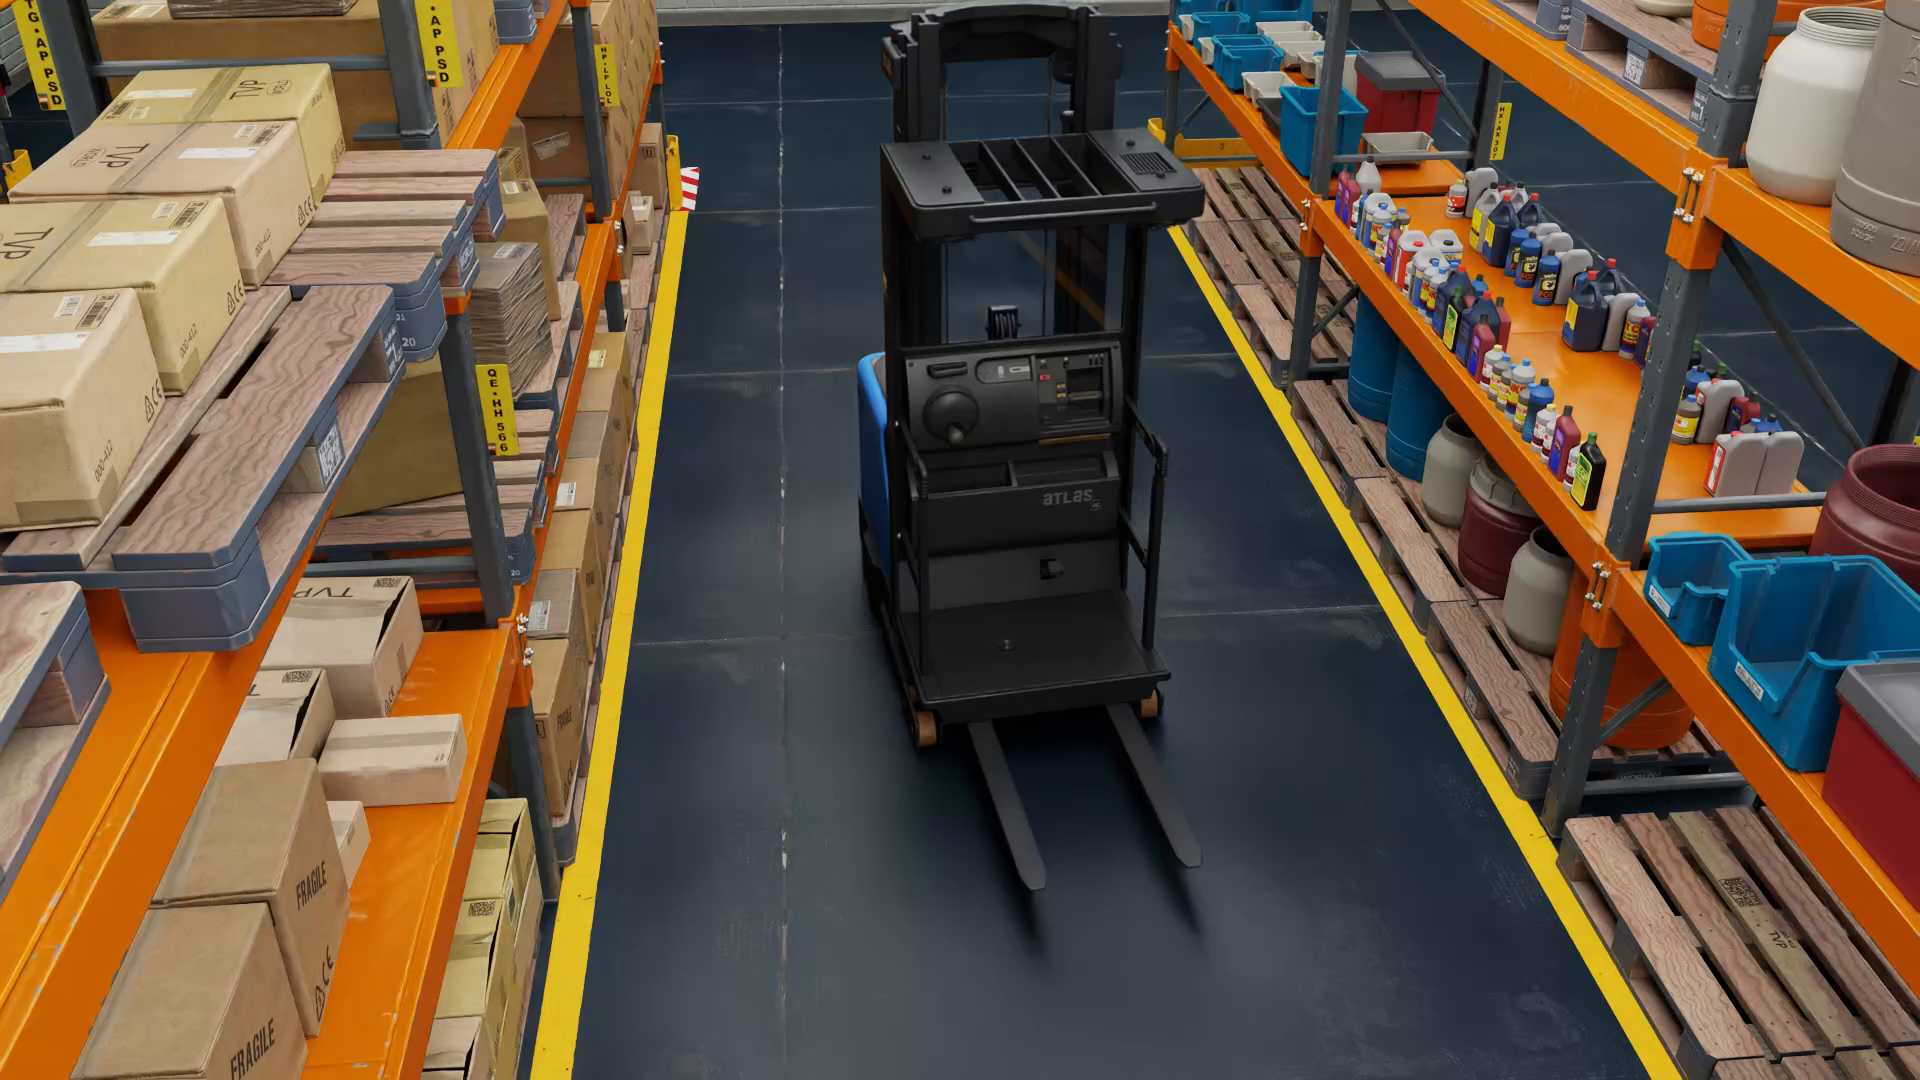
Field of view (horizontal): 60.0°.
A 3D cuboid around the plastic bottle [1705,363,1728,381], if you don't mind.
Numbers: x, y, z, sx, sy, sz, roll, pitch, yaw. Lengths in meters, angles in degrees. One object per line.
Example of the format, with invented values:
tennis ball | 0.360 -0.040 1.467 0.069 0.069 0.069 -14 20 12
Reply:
plastic bottle | 3.152 -0.623 6.981 0.061 0.283 0.133 -3 31 -5

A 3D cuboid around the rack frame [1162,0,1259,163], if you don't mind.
rack frame | 2.134 -4.214 12.880 1.000 3.000 0.127 -3 31 -5

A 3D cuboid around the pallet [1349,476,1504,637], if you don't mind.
pallet | 2.655 0.045 8.468 1.003 0.211 1.213 -3 31 -5

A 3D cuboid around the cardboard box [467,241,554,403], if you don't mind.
cardboard box | -2.117 -0.910 6.841 0.700 0.500 0.500 3 31 5

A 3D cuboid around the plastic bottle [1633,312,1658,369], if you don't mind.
plastic bottle | 3.100 -0.908 7.459 0.061 0.283 0.133 -3 31 -5

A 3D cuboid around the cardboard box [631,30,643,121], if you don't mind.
cardboard box | -2.346 -3.029 10.799 0.500 0.500 0.500 -3 31 -5

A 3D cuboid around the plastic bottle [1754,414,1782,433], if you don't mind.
plastic bottle | 3.179 -0.371 6.572 0.097 0.271 0.097 0 31 0

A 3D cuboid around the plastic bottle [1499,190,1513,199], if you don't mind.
plastic bottle | 2.900 -1.746 8.870 0.152 0.276 0.135 -3 31 -5

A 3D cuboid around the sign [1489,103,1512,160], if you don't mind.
sign | 3.055 -2.316 9.433 0.100 0.325 0.005 -3 31 -5

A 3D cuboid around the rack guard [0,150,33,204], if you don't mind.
rack guard | -7.732 -2.679 12.747 1.175 0.500 0.348 -3 31 -5

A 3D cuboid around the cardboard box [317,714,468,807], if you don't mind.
cardboard box | -1.692 0.660 4.966 0.380 0.149 0.250 -3 31 -5

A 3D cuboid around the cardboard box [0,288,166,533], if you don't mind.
cardboard box | -1.795 -0.235 3.030 0.500 0.250 0.500 -5 31 -9

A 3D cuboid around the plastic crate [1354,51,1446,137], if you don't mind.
plastic crate | 2.674 -2.693 10.213 0.402 0.464 0.583 -3 31 -5

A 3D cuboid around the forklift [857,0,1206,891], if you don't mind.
forklift | 0.279 -0.567 6.840 1.130 2.935 3.031 -6 31 -10

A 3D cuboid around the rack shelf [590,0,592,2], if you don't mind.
rack shelf | -2.612 -3.937 10.192 1.077 0.370 4.000 -3 31 -5

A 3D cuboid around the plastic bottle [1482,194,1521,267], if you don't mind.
plastic bottle | 2.793 -1.596 8.545 0.144 0.351 0.185 -3 31 -5

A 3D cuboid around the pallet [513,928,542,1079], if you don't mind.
pallet | -2.013 1.725 5.656 1.003 0.211 1.213 -3 31 -5

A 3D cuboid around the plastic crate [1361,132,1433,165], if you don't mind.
plastic crate | 2.606 -2.329 9.923 0.396 0.136 0.243 -3 31 -5

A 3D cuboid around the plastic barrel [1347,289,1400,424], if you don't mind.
plastic barrel | 2.541 -1.173 9.425 0.600 0.901 0.708 -3 31 -5

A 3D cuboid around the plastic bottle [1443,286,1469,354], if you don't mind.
plastic bottle | 2.282 -1.012 7.632 0.061 0.283 0.133 -3 31 -5

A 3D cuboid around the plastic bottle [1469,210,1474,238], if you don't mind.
plastic bottle | 2.778 -1.699 8.863 0.097 0.201 0.097 0 31 0

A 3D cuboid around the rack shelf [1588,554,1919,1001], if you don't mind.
rack shelf | 3.068 1.200 4.517 1.077 0.370 4.000 -3 31 -5

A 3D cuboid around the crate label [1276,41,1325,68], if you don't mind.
crate label | 2.453 -3.429 11.765 0.396 0.136 0.243 -3 31 -5

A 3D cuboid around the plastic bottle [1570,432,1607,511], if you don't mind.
plastic bottle | 2.418 -0.266 6.383 0.061 0.283 0.133 -3 31 -5

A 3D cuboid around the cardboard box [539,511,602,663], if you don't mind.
cardboard box | -1.905 0.221 7.464 0.500 0.500 0.500 -3 31 -5

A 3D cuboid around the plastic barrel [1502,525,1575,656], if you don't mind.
plastic barrel | 2.677 0.225 7.465 0.421 0.512 0.421 0 31 0

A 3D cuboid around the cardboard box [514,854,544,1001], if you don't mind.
cardboard box | -1.759 1.363 5.815 0.500 0.250 0.500 -2 31 -3

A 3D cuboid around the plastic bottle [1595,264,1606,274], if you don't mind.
plastic bottle | 3.049 -1.189 7.929 0.061 0.283 0.133 -3 31 -5

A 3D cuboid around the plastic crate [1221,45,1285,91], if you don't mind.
plastic crate | 1.980 -3.201 11.288 0.416 0.233 0.300 -3 31 -5

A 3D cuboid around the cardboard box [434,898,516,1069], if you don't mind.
cardboard box | -1.702 1.386 5.230 0.500 0.311 0.500 -3 31 -5

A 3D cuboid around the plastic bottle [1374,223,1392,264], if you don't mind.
plastic bottle | 2.198 -1.535 8.588 0.097 0.201 0.097 0 31 0

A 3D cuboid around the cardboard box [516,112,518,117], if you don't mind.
cardboard box | -2.727 -2.222 9.448 0.500 0.500 0.500 -2 31 -4

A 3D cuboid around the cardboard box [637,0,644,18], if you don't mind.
cardboard box | -2.382 -3.714 10.971 0.500 0.500 0.500 -2 31 -3

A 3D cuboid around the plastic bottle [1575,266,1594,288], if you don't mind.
plastic bottle | 2.971 -1.171 7.911 0.097 0.271 0.097 0 31 0

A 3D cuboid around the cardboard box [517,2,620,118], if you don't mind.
cardboard box | -2.189 -2.663 9.210 0.500 0.500 0.500 -2 31 -3

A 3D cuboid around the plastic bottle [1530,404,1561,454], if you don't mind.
plastic bottle | 2.395 -0.458 6.785 0.097 0.201 0.097 0 31 0

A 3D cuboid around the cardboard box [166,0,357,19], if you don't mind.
cardboard box | -2.085 -1.877 4.970 0.500 0.500 0.500 -3 31 -5

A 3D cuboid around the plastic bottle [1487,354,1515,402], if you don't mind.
plastic bottle | 2.350 -0.706 7.201 0.097 0.201 0.097 0 31 0

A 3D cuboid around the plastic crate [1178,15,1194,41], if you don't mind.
plastic crate | 1.776 -3.817 12.414 0.250 0.136 0.298 -3 31 -5

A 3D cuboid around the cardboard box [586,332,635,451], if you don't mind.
cardboard box | -2.093 -0.814 9.196 0.500 0.500 0.500 -3 31 -5

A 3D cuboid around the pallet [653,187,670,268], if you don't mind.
pallet | -2.716 -2.336 12.455 1.003 0.211 1.213 -3 31 -5

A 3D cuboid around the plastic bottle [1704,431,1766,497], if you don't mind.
plastic bottle | 3.011 -0.306 6.457 0.152 0.276 0.135 -3 31 -5

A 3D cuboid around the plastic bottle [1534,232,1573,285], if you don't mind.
plastic bottle | 2.960 -1.420 8.324 0.152 0.276 0.135 -3 31 -5

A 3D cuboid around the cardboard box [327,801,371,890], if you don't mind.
cardboard box | -1.876 0.862 4.627 0.380 0.149 0.250 -1 31 -1

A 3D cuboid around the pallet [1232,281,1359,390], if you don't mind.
pallet | 2.400 -1.348 10.801 1.003 0.211 1.213 -3 31 -5

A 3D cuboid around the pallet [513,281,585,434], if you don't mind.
pallet | -2.237 -0.805 7.359 1.003 0.211 1.213 -3 31 -5

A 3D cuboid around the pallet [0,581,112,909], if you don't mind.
pallet | -1.773 0.493 2.262 0.805 0.209 1.217 -4 31 -7

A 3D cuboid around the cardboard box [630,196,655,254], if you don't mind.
cardboard box | -2.444 -2.235 11.819 0.500 0.250 0.500 -3 31 -5

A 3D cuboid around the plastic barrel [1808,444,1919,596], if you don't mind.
plastic barrel | 3.226 0.034 5.635 0.600 0.536 0.708 -3 31 -5

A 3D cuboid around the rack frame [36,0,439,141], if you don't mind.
rack frame | -2.051 -2.470 4.110 1.000 3.000 0.127 -3 31 -5

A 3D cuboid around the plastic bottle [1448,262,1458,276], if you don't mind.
plastic bottle | 2.402 -1.256 8.122 0.097 0.201 0.097 0 31 0

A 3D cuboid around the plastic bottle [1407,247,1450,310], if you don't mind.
plastic bottle | 2.279 -1.273 8.077 0.152 0.276 0.135 -3 31 -5

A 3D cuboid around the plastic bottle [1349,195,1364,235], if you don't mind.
plastic bottle | 2.158 -1.753 8.953 0.097 0.201 0.097 0 31 0

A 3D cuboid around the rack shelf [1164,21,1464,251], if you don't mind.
rack shelf | 2.320 -2.884 11.355 1.077 0.370 4.000 -3 31 -5
